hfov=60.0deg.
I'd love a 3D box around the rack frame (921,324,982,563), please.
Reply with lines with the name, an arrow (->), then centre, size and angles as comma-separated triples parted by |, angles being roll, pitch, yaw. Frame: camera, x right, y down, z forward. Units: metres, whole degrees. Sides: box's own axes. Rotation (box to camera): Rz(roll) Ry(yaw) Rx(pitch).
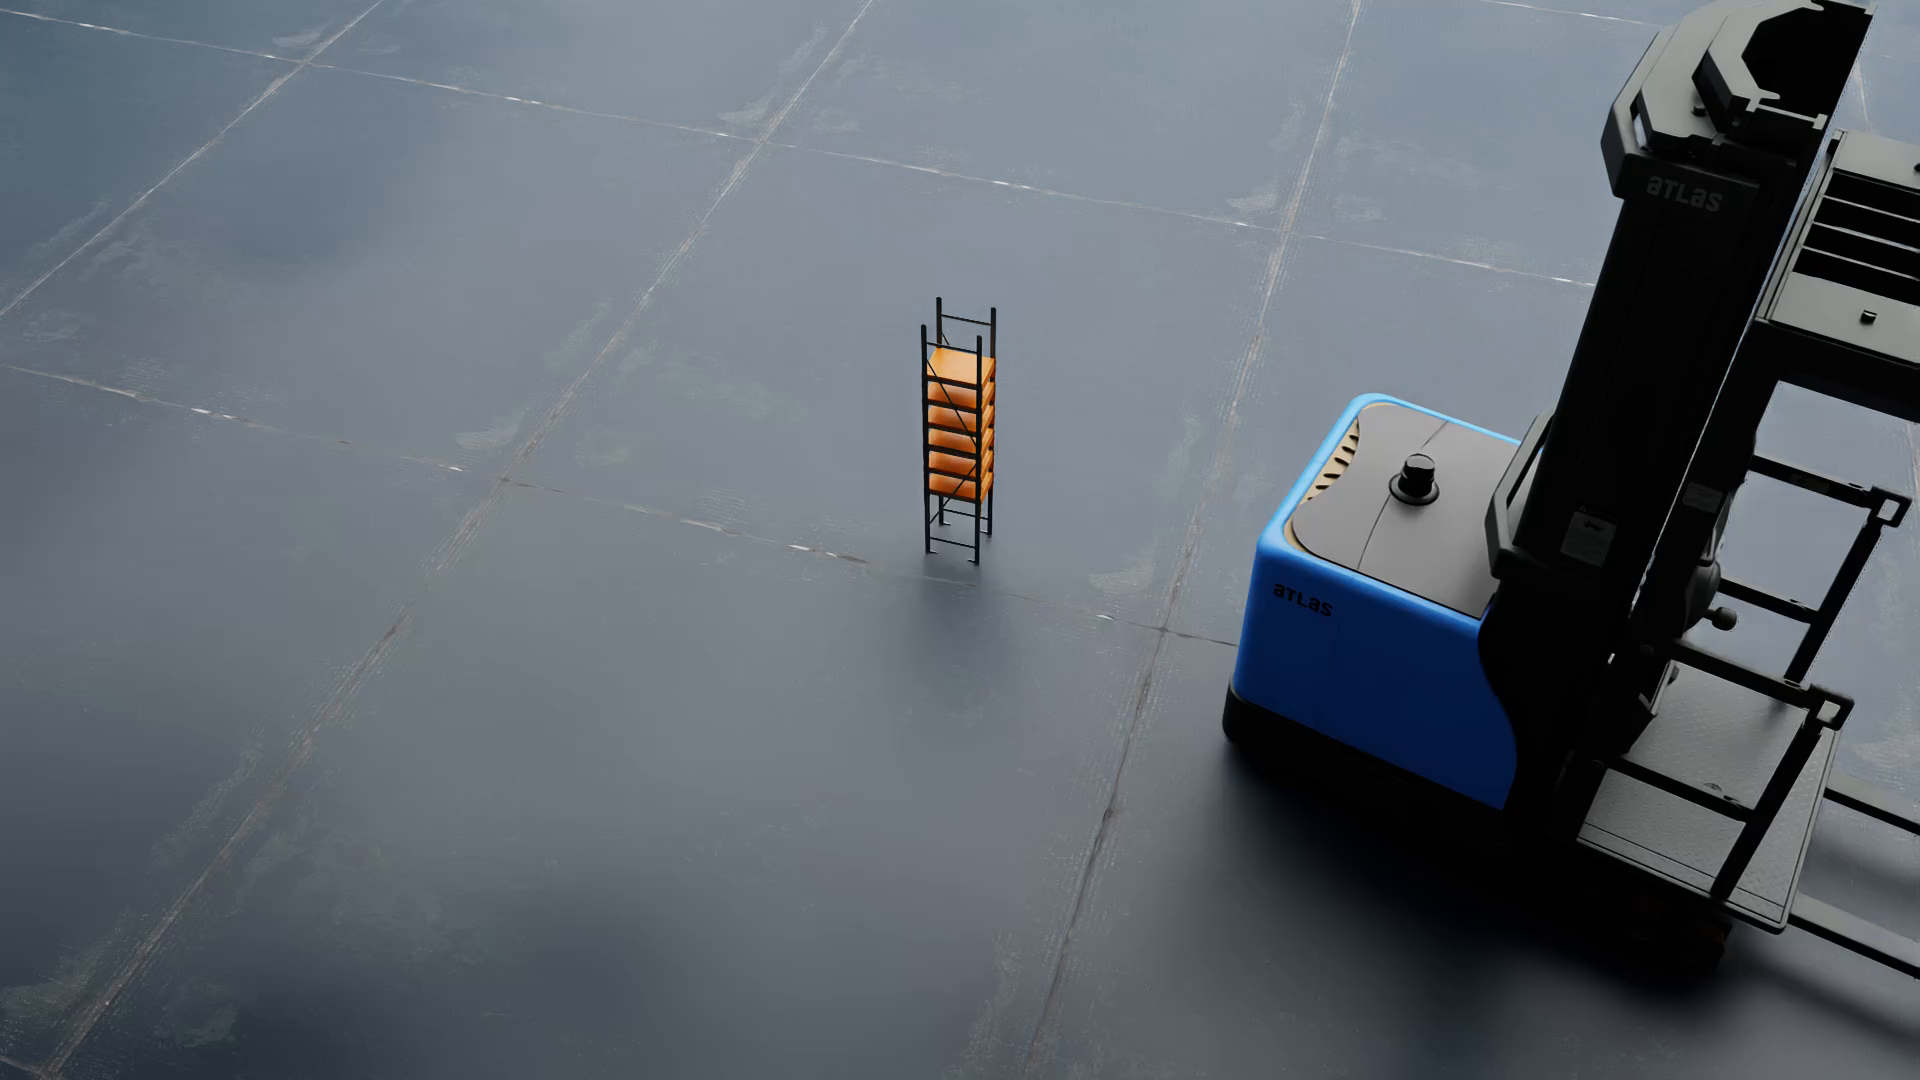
rack frame -> -0.032, -0.358, 6.657 | 0.240, 1.200, 0.006 | 13, 46, 13

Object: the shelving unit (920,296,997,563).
shelving unit -> -0.004, -0.419, 6.719 | 0.258, 1.200, 0.189 | 13, 46, 13

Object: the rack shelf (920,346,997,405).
rack shelf -> -0.004, -0.645, 6.499 | 0.258, 0.103, 0.180 | 13, 46, 12

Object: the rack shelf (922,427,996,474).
rack shelf -> -0.004, -0.387, 6.751 | 0.258, 0.103, 0.180 | 13, 46, 12

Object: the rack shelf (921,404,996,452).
rack shelf -> -0.004, -0.473, 6.667 | 0.258, 0.103, 0.180 | 13, 46, 12

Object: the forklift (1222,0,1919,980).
forklift -> 2.525, -0.030, 5.084 | 3.031, 2.935, 1.130 | 23, 49, 22

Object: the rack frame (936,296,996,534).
rack frame -> 0.023, -0.480, 6.782 | 0.240, 1.200, 0.006 | 13, 46, 13

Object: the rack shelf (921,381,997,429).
rack shelf -> -0.004, -0.559, 6.583 | 0.258, 0.103, 0.180 | 13, 46, 12

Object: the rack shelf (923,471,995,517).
rack shelf -> -0.004, -0.216, 6.918 | 0.258, 0.103, 0.180 | 13, 46, 12

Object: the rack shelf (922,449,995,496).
rack shelf -> -0.004, -0.302, 6.834 | 0.258, 0.103, 0.180 | 13, 46, 12
